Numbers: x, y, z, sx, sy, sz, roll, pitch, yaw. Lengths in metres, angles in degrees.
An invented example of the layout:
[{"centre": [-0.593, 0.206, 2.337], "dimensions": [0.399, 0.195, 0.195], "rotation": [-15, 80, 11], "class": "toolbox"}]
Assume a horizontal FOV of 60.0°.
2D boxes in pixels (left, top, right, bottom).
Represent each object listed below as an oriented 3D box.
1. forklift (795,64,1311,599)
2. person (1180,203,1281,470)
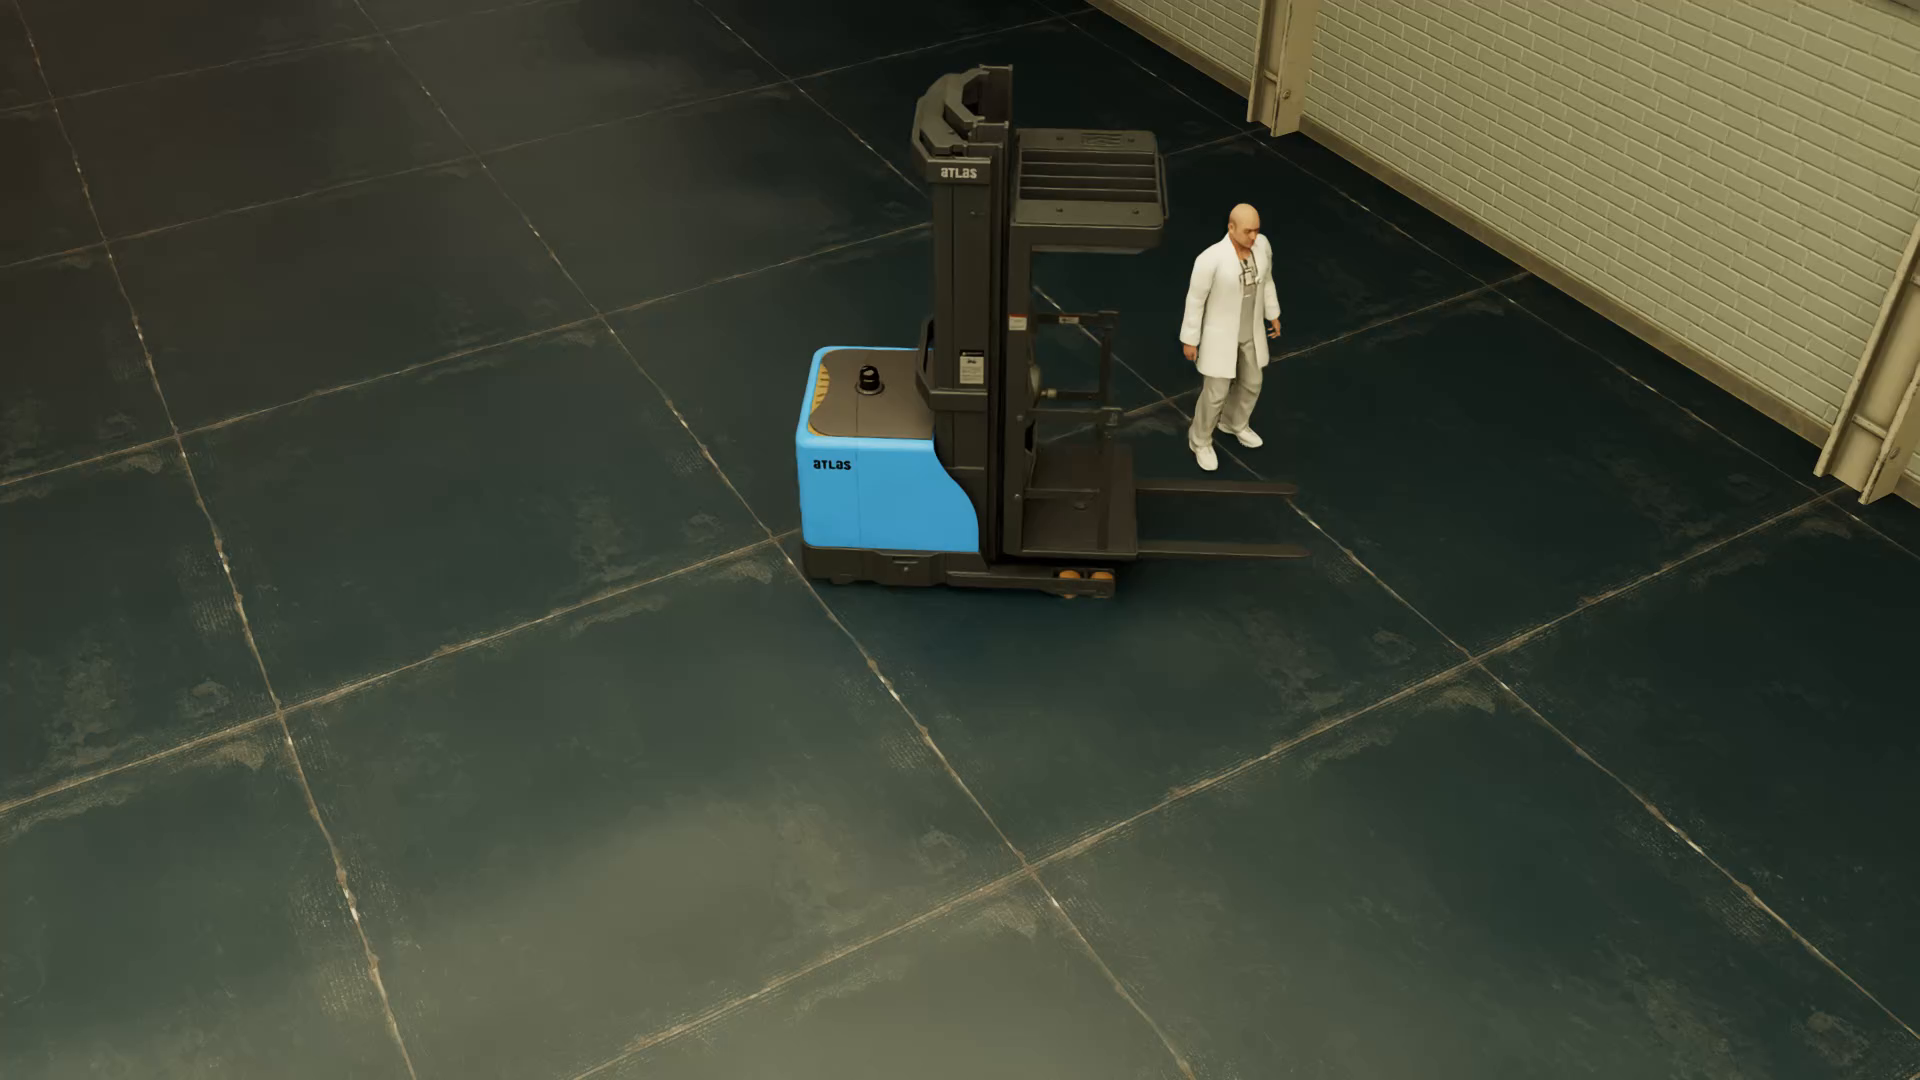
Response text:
[{"centre": [0.588, -1.127, 9.395], "dimensions": [3.031, 2.935, 1.130], "rotation": [2, 40, 2], "class": "forklift"}, {"centre": [1.754, -1.299, 10.521], "dimensions": [0.724, 1.766, 0.440], "rotation": [-19, 43, -21], "class": "person"}]
